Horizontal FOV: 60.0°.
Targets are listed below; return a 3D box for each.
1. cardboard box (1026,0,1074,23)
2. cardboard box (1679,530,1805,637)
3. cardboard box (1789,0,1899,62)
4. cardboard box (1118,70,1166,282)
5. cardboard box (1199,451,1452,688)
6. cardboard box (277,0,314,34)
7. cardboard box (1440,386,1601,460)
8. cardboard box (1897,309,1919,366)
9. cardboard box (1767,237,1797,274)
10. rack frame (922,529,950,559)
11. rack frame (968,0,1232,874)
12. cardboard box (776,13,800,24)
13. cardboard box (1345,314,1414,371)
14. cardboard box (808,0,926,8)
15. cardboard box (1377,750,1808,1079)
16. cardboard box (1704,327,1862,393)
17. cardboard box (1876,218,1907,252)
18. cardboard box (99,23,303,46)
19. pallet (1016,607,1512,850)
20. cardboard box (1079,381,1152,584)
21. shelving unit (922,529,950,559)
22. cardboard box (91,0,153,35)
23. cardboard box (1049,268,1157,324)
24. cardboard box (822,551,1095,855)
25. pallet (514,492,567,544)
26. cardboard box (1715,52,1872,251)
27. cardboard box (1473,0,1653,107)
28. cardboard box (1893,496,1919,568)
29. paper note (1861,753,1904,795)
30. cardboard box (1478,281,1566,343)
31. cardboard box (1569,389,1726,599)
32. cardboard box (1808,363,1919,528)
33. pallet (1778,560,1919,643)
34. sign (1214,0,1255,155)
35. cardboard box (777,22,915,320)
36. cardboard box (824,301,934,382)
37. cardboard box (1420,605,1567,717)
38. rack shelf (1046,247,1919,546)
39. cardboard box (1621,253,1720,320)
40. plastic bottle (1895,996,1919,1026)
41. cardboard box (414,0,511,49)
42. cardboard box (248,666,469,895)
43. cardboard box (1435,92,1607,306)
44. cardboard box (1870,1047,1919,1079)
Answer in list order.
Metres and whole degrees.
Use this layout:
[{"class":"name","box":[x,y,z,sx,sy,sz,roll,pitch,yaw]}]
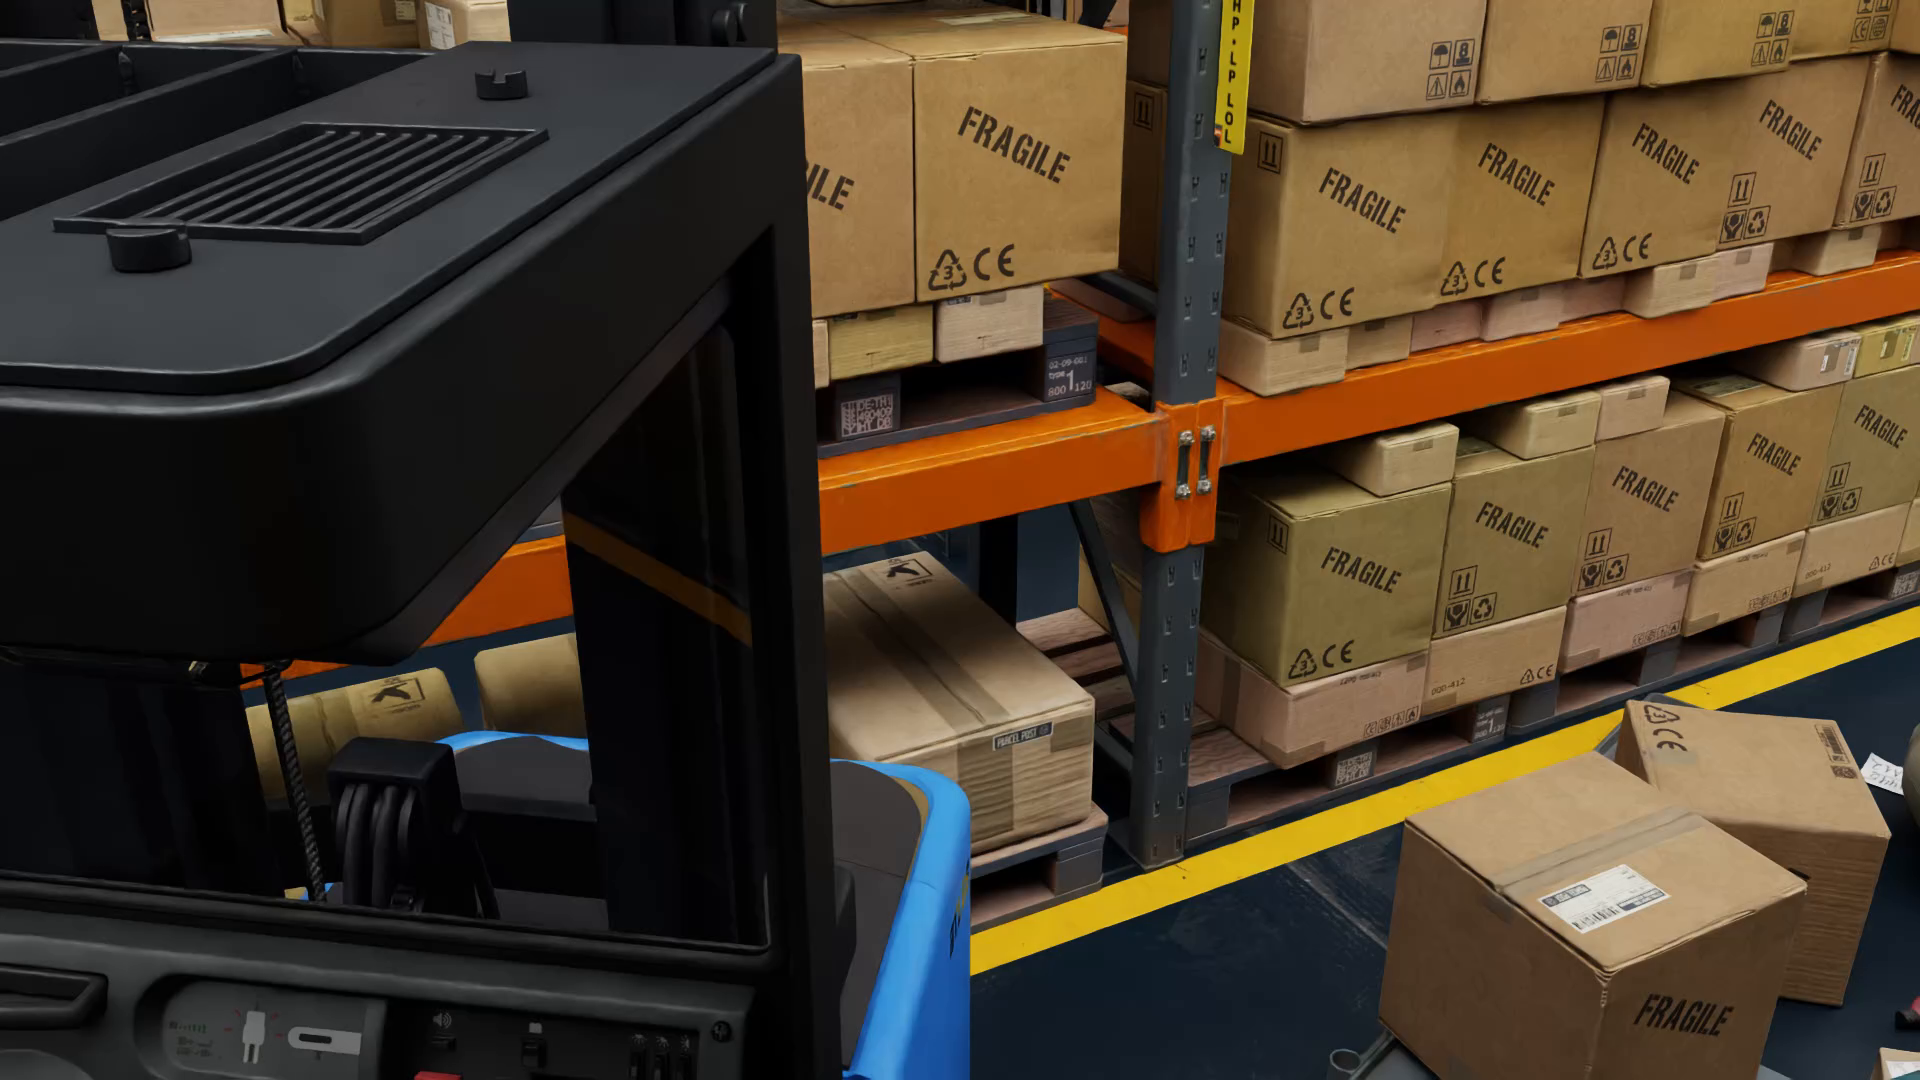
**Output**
[{"class":"cardboard box","box":[0.276,-3.017,8.954,0.500,0.500,0.500,-14,29,-26]},{"class":"cardboard box","box":[2.333,0.044,5.384,0.500,0.250,0.500,-14,29,-27]},{"class":"cardboard box","box":[2.134,-1.635,4.576,0.500,0.500,0.700,-13,29,-25]},{"class":"cardboard box","box":[0.585,-1.035,4.480,0.500,0.500,0.500,-14,29,-26]},{"class":"cardboard box","box":[0.958,0.025,4.557,0.500,0.500,0.500,-12,28,-23]},{"class":"cardboard box","box":[-2.793,-2.417,7.415,0.500,0.250,0.500,-14,29,-26]},{"class":"cardboard box","box":[1.549,-0.375,4.641,0.250,0.149,0.380,-12,28,-23]},{"class":"cardboard box","box":[2.963,-0.702,5.322,0.250,0.149,0.380,-12,28,-24]},{"class":"cardboard box","box":[2.252,-0.910,4.969,0.250,0.149,0.380,-13,29,-25]},{"class":"rack frame","box":[-0.097,-0.383,6.009,0.006,0.900,0.240,-13,29,-25]},{"class":"rack frame","box":[0.310,-0.670,4.180,0.127,3.000,1.000,-13,29,-25]},{"class":"cardboard box","box":[-0.680,-0.950,3.819,0.500,0.500,0.500,-13,29,-25]},{"class":"cardboard box","box":[0.937,-0.570,4.261,0.250,0.149,0.380,-12,28,-24]},{"class":"cardboard box","box":[-0.272,-1.370,3.944,0.250,0.149,0.380,-13,29,-25]},{"class":"cardboard box","box":[1.174,0.789,3.154,0.500,0.500,0.500,-13,29,-25]},{"class":"cardboard box","box":[2.506,-0.599,5.107,0.250,0.149,0.380,-12,28,-23]},{"class":"cardboard box","box":[2.697,-1.013,5.185,0.250,0.149,0.380,-13,28,-24]},{"class":"cardboard box","box":[-1.571,-0.746,3.394,0.500,0.500,0.500,-14,29,-27]},{"class":"pallet","box":[0.886,0.437,5.096,1.213,0.211,1.003,-13,29,-25]},{"class":"cardboard box","box":[0.706,-0.181,4.986,0.500,0.500,0.500,-13,29,-26]},{"class":"shelving unit","box":[-0.007,-0.404,6.052,0.210,0.900,0.258,-13,29,-25]},{"class":"cardboard box","box":[-3.701,-2.220,7.004,0.500,0.250,0.500,-13,28,-24]},{"class":"cardboard box","box":[0.450,-0.739,4.613,0.250,0.149,0.380,-13,29,-26]},{"class":"cardboard box","box":[-0.152,0.433,4.433,0.625,0.372,0.950,-13,28,-24]},{"class":"pallet","box":[-1.492,-0.188,3.397,1.213,0.211,1.003,-13,29,-25]},{"class":"cardboard box","box":[2.147,-1.151,4.723,0.500,0.500,0.500,-13,28,-24]},{"class":"cardboard box","box":[1.261,-1.402,4.091,0.500,0.500,0.700,-13,28,-25]},{"class":"cardboard box","box":[3.232,-0.162,5.814,0.500,0.250,0.500,-13,29,-25]},{"class":"paper note","box":[2.688,0.676,4.806,0.142,0.019,0.148,21,33,37]},{"class":"cardboard box","box":[1.392,-0.672,4.475,0.250,0.149,0.380,-12,28,-24]},{"class":"cardboard box","box":[1.883,-0.193,5.012,0.500,0.500,0.500,-11,28,-22]},{"class":"cardboard box","box":[2.796,-0.402,5.447,0.500,0.500,0.500,-12,28,-23]},{"class":"pallet","box":[3.039,-0.060,6.131,1.213,0.211,1.003,-13,29,-25]},{"class":"sign","box":[0.574,-0.981,3.489,0.005,0.325,0.100,-13,29,-25]},{"class":"cardboard box","box":[-0.427,-0.755,3.413,0.500,0.500,0.500,-13,28,-25]},{"class":"cardboard box","box":[-0.255,-0.489,3.607,0.250,0.149,0.380,-14,29,-27]},{"class":"cardboard box","box":[1.423,0.250,4.955,0.500,0.250,0.500,-11,28,-22]},{"class":"rack shelf","box":[2.075,-0.753,5.184,4.000,0.370,1.077,-13,29,-25]},{"class":"cardboard box","box":[1.872,-0.755,4.648,0.250,0.149,0.380,-13,28,-25]},{"class":"plastic bottle","box":[2.331,1.108,3.871,0.283,0.061,0.133,-8,27,-16]},{"class":"cardboard box","box":[-0.824,-0.940,3.049,0.250,0.149,0.380,-14,29,-27]},{"class":"cardboard box","box":[-1.397,0.723,3.829,0.625,0.372,0.950,-12,28,-23]},{"class":"cardboard box","box":[1.261,-0.943,4.290,0.500,0.500,0.500,-13,29,-25]},{"class":"cardboard box","box":[2.039,1.216,3.410,0.258,0.266,0.396,10,27,20]}]
